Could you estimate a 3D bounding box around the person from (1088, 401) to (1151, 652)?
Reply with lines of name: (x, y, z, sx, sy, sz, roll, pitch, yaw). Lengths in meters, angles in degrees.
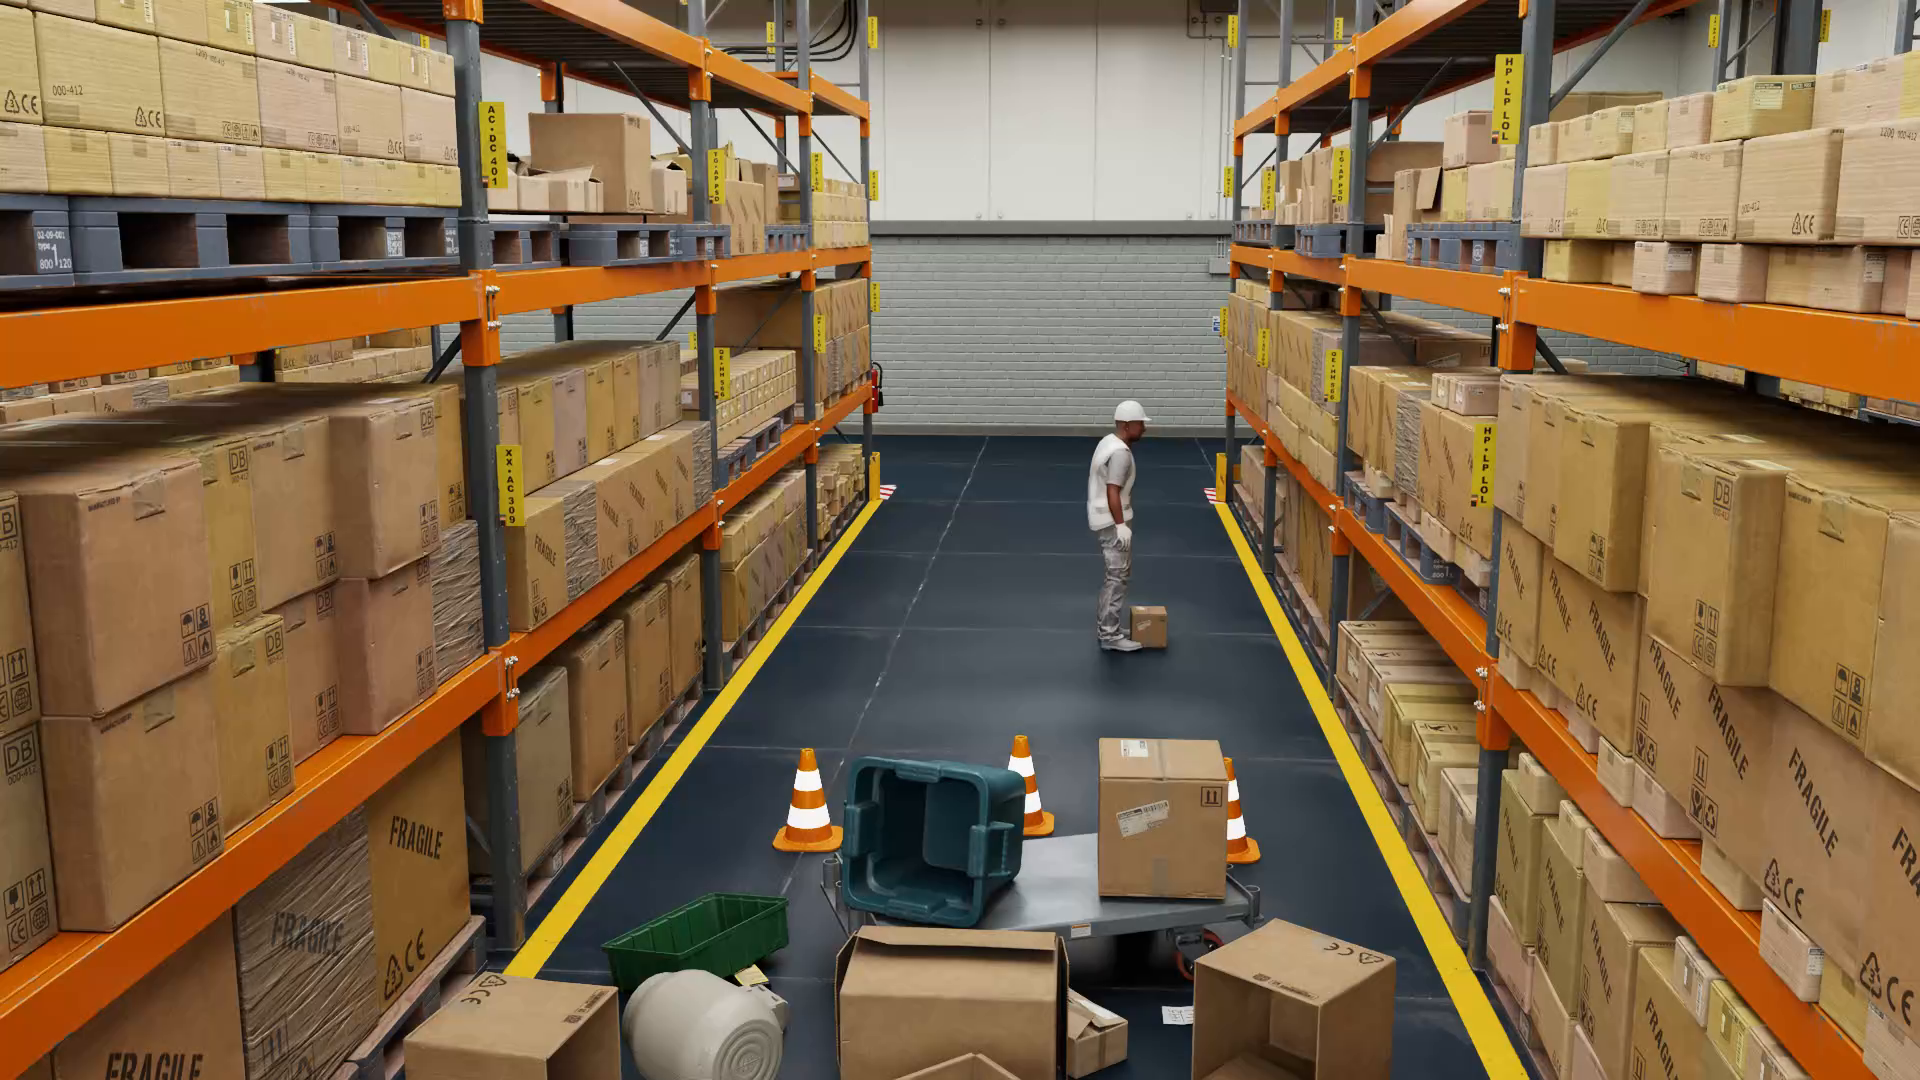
person: (1.147, -0.115, 12.006, 0.452, 1.774, 0.618, 1, 11, 3)
